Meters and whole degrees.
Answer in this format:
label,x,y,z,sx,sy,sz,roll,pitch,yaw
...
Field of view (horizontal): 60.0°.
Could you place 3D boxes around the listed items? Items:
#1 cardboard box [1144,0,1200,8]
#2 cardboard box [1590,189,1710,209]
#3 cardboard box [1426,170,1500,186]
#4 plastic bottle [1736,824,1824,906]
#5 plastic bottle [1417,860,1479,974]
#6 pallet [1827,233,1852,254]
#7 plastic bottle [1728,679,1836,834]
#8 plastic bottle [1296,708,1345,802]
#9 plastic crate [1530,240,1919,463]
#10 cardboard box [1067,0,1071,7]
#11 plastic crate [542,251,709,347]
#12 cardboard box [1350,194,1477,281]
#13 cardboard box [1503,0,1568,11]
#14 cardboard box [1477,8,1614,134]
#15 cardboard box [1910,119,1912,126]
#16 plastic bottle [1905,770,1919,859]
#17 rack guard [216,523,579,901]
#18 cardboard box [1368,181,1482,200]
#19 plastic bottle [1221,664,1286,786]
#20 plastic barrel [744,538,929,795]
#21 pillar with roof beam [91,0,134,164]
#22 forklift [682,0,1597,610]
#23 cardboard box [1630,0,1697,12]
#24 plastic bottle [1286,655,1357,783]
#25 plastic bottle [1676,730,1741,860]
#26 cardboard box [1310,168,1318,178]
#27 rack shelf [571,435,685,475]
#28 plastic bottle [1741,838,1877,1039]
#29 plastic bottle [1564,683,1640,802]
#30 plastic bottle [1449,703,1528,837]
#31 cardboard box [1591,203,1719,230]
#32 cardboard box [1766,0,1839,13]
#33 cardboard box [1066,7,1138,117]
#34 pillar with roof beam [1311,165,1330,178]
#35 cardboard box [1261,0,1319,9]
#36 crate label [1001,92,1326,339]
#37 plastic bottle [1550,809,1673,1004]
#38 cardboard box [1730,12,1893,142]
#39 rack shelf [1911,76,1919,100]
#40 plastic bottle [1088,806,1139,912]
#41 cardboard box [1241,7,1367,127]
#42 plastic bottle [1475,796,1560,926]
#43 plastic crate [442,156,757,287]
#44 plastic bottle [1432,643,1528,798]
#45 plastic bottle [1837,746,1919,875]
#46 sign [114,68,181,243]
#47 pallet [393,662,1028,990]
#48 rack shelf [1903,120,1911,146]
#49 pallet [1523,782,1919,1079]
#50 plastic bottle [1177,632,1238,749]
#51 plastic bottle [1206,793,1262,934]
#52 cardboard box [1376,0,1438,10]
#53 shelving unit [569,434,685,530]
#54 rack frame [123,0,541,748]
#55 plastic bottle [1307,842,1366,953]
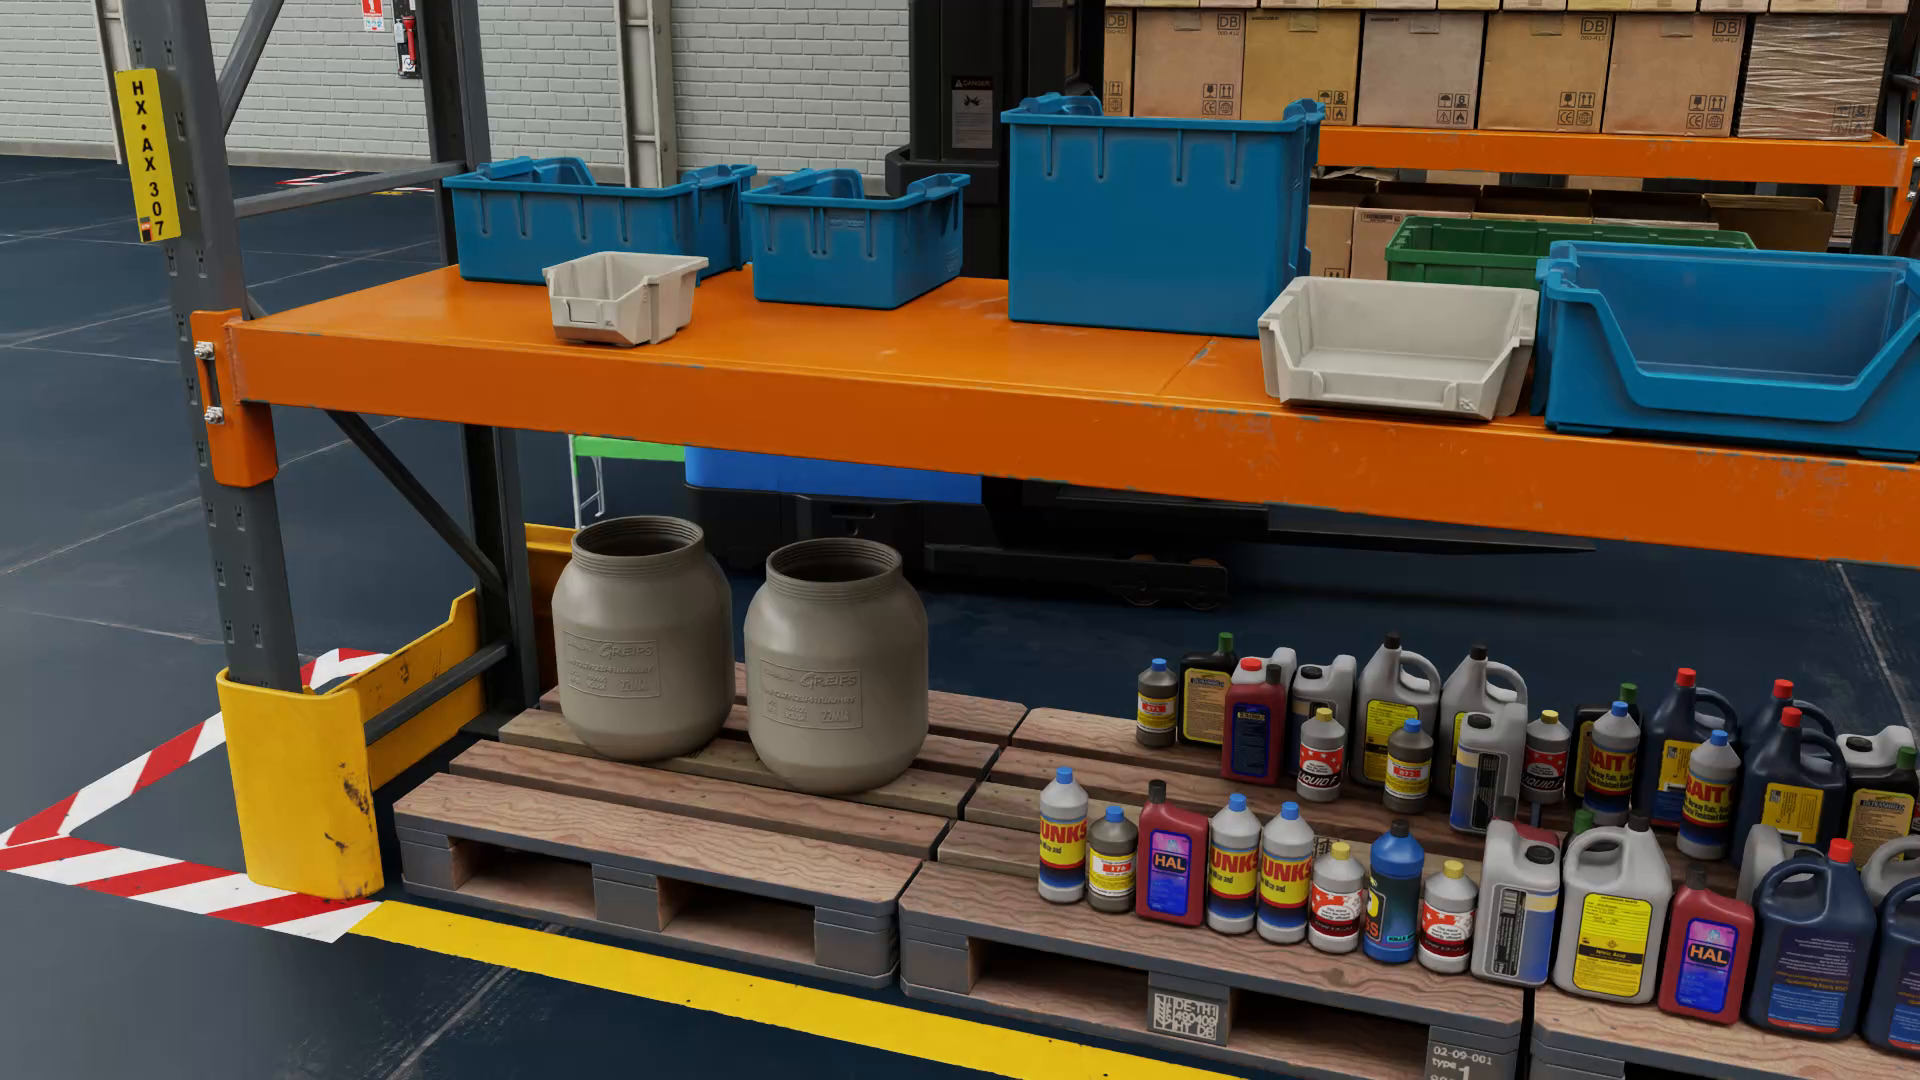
label,x,y,z,sx,sy,sz,roll,pitch,yaw
cardboard box,1.011,-2.520,7.612,0.250,0.149,0.380,7,20,18
cardboard box,3.194,-1.352,7.798,0.500,0.500,0.500,7,20,18
cardboard box,3.687,-2.640,12.222,0.500,0.500,0.700,5,20,15
plastic bottle,1.516,0.670,3.068,0.135,0.276,0.152,7,20,18
plastic bottle,0.913,0.696,3.106,0.097,0.201,0.097,0,19,0
pallet,6.362,-2.039,11.606,1.213,0.211,1.003,7,20,18
plastic bottle,1.749,0.468,3.534,0.185,0.351,0.144,7,20,20
plastic bottle,0.812,0.476,3.737,0.097,0.201,0.097,0,19,0
plastic crate,1.240,-0.324,2.675,0.616,0.251,0.499,7,20,18
cardboard box,0.525,-2.575,7.770,0.250,0.149,0.380,6,20,18
plastic crate,-0.664,-0.470,3.269,0.250,0.136,0.298,7,20,18
cardboard box,2.075,-1.295,7.635,0.500,0.500,0.500,7,20,18
cardboard box,2.478,-2.353,7.132,0.250,0.149,0.380,7,20,20
cardboard box,2.610,-2.103,7.399,0.500,0.500,0.700,7,20,19
cardboard box,6.744,-2.700,11.256,0.500,0.250,0.500,6,20,17
plastic bottle,2.026,0.562,3.491,0.097,0.201,0.097,0,19,0
rack guard,-1.316,0.383,4.219,0.348,0.500,1.175,7,20,18
cardboard box,2.251,-1.462,8.113,0.500,0.500,0.500,7,20,18
plastic bottle,0.670,0.414,3.788,0.133,0.283,0.061,7,20,18
plastic barrel,-0.283,0.287,3.839,0.421,0.512,0.421,0,19,0
pillar with roof beam,-9.955,-6.856,12.072,0.400,9.000,9.100,7,20,18
forklift,0.612,-1.345,5.483,3.031,2.935,1.130,4,20,10
cardboard box,2.947,-2.298,6.975,0.250,0.149,0.380,6,20,18
plastic bottle,0.835,0.400,3.842,0.135,0.276,0.152,6,20,17
plastic bottle,1.572,0.527,3.484,0.097,0.271,0.097,0,19,0
cardboard box,2.472,-2.707,12.702,0.500,0.311,0.500,4,20,12
rack shelf,-1.152,-0.332,6.128,0.480,0.148,0.258,4,20,10
plastic bottle,1.491,0.683,2.915,0.185,0.351,0.144,5,20,15
plastic bottle,1.428,0.448,3.692,0.133,0.283,0.061,7,21,20
plastic bottle,1.144,0.485,3.596,0.135,0.276,0.152,7,20,18
cardboard box,3.026,-1.193,7.341,0.500,0.500,0.500,7,20,18
cardboard box,3.444,-2.243,6.815,0.250,0.149,0.380,6,20,17
cardboard box,0.662,-2.324,8.034,0.500,0.500,0.700,7,20,18
pillar with roof beam,1.380,-5.559,8.354,0.400,9.000,9.100,7,20,18
cardboard box,1.501,-2.464,7.451,0.250,0.149,0.380,6,20,16
crate label,0.424,-0.693,3.455,0.616,0.435,0.502,7,20,18
plastic bottle,1.186,0.648,3.016,0.185,0.351,0.144,6,20,18
cardboard box,3.583,-1.992,7.082,0.500,0.500,0.700,6,20,17
rack shelf,7.515,-2.884,10.885,4.000,0.370,1.077,7,20,18
plastic bottle,0.305,0.626,3.306,0.097,0.201,0.097,0,19,0
cardboard box,1.627,-2.213,7.717,0.500,0.500,0.700,7,20,18
plastic bottle,1.068,0.628,3.176,0.133,0.283,0.061,7,20,18
plastic crate,-0.833,-0.760,3.926,0.616,0.251,0.499,7,20,18
plastic bottle,1.169,0.401,3.724,0.185,0.351,0.144,6,20,18
plastic bottle,1.869,0.552,3.395,0.133,0.283,0.061,7,20,18
sign,-1.588,-0.752,3.255,0.005,0.325,0.100,7,20,18
pallet,-0.551,0.608,4.010,1.213,0.211,1.003,7,20,18
rack shelf,5.893,-1.343,6.466,4.000,0.370,1.077,7,20,18
pallet,1.754,0.872,3.254,1.213,0.211,1.003,7,20,18
plastic bottle,0.592,0.353,3.966,0.133,0.283,0.061,7,20,19
plastic bottle,0.531,0.619,3.220,0.097,0.271,0.097,0,19,0
cardboard box,1.977,-2.409,7.293,0.250,0.149,0.380,7,20,19
shelving unit,-1.152,-0.619,6.028,0.503,1.200,0.258,4,20,10
rack frame,-1.404,-0.791,3.789,0.127,3.000,1.000,7,20,18
plastic bottle,0.719,0.673,3.170,0.097,0.201,0.097,0,19,0
